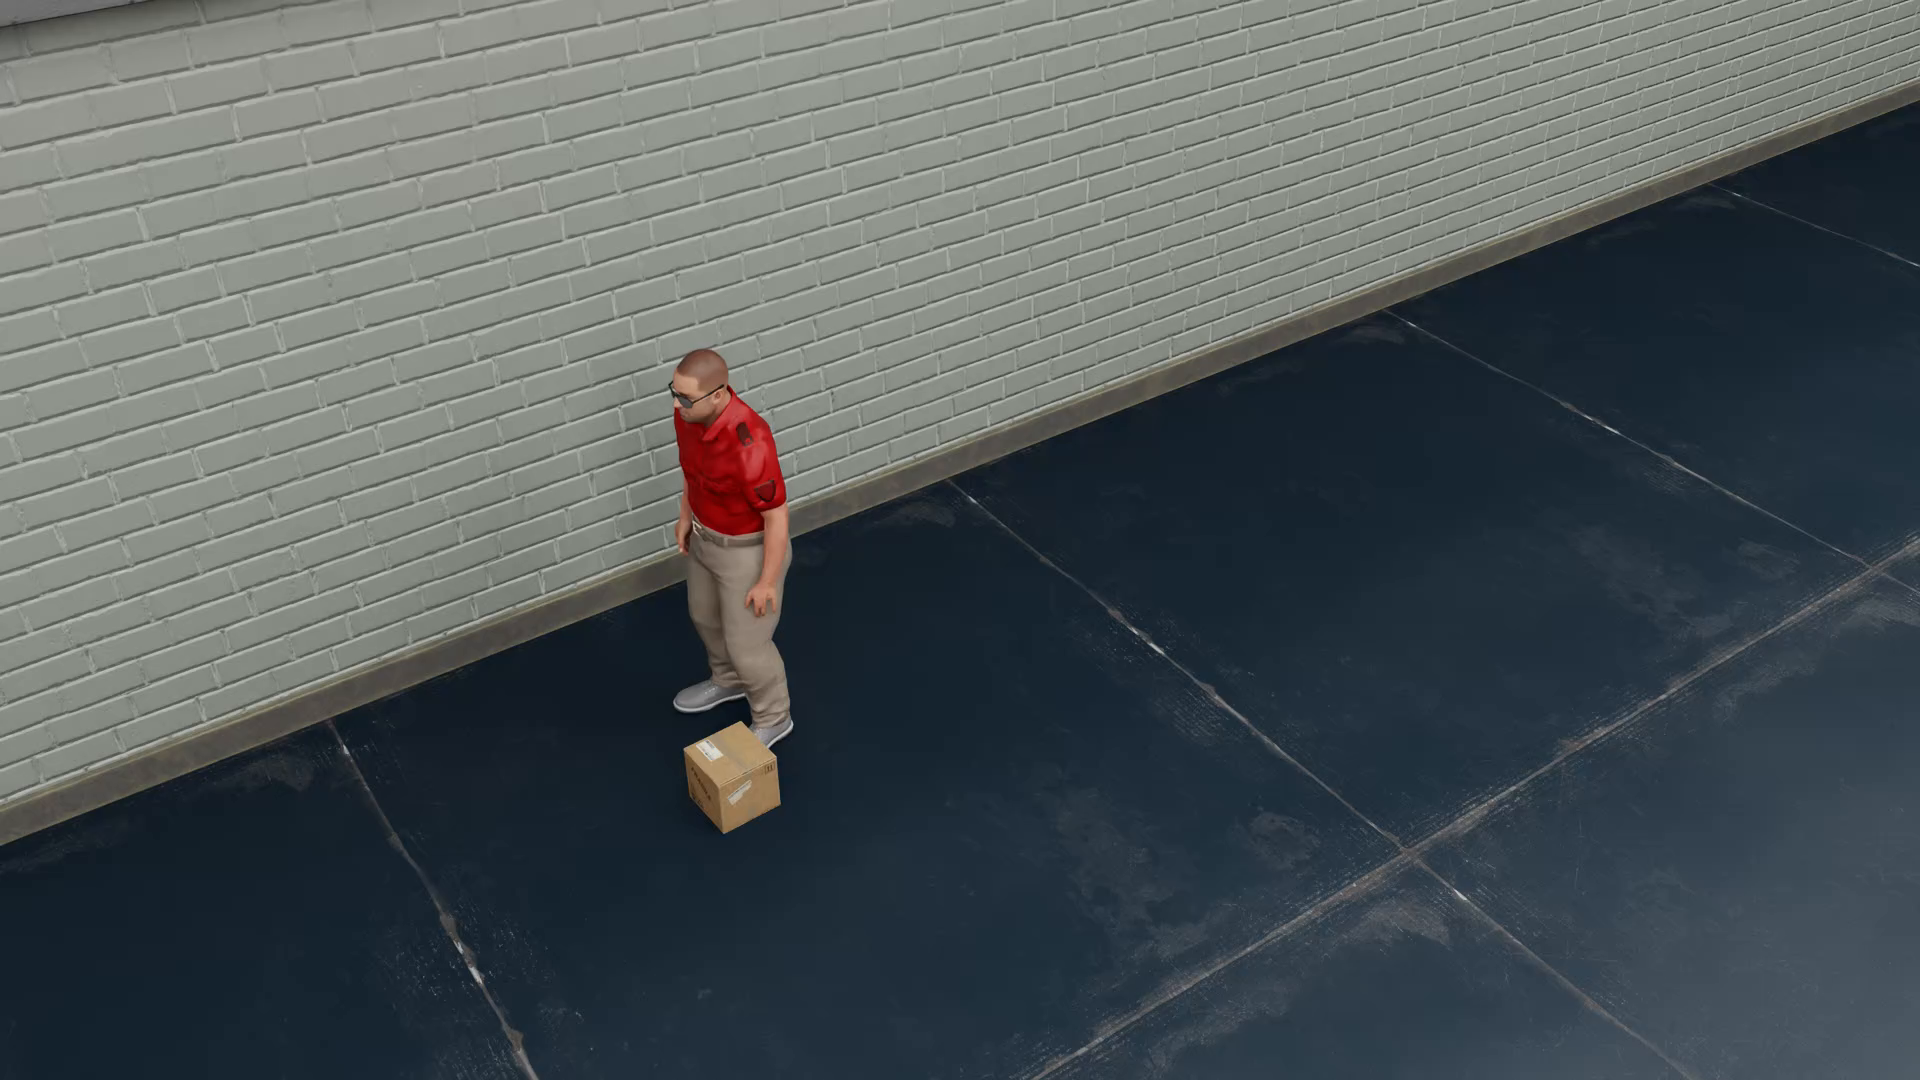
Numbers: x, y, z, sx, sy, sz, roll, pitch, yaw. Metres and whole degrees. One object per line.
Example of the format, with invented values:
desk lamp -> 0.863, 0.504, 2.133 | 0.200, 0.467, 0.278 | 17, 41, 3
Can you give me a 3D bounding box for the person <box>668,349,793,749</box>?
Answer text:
person -> -0.844, 0.037, 6.108 | 0.389, 1.727, 0.606 | -25, 43, -30
